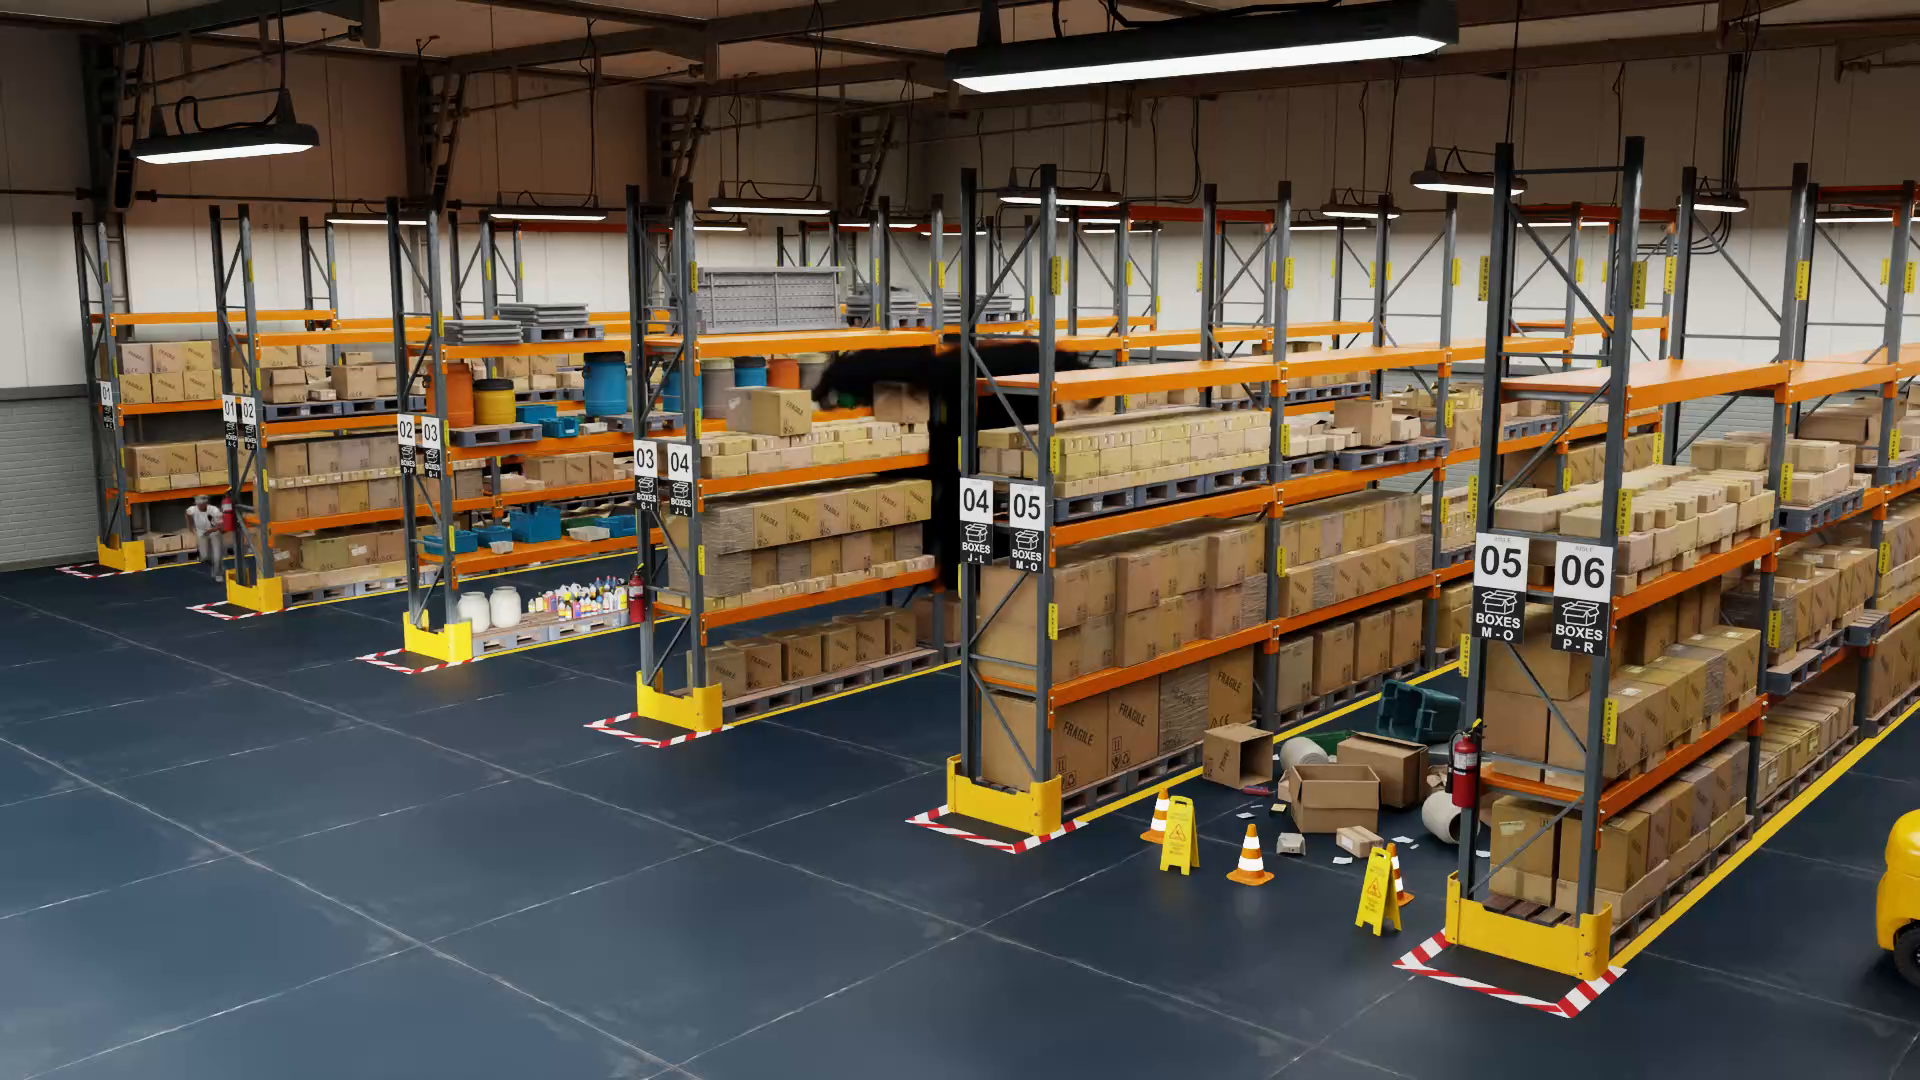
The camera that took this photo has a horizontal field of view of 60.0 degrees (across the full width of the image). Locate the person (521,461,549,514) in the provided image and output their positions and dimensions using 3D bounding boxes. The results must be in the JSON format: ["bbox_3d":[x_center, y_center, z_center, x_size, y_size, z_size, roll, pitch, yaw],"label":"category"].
[{"bbox_3d":[-8.051,-0.784,31.447,0.535,1.494,0.784,4,10,23],"label":"person"}]

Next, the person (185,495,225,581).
[{"bbox_3d":[-12.227,-0.021,26.947,0.608,1.483,0.819,-1,10,-7],"label":"person"}]
